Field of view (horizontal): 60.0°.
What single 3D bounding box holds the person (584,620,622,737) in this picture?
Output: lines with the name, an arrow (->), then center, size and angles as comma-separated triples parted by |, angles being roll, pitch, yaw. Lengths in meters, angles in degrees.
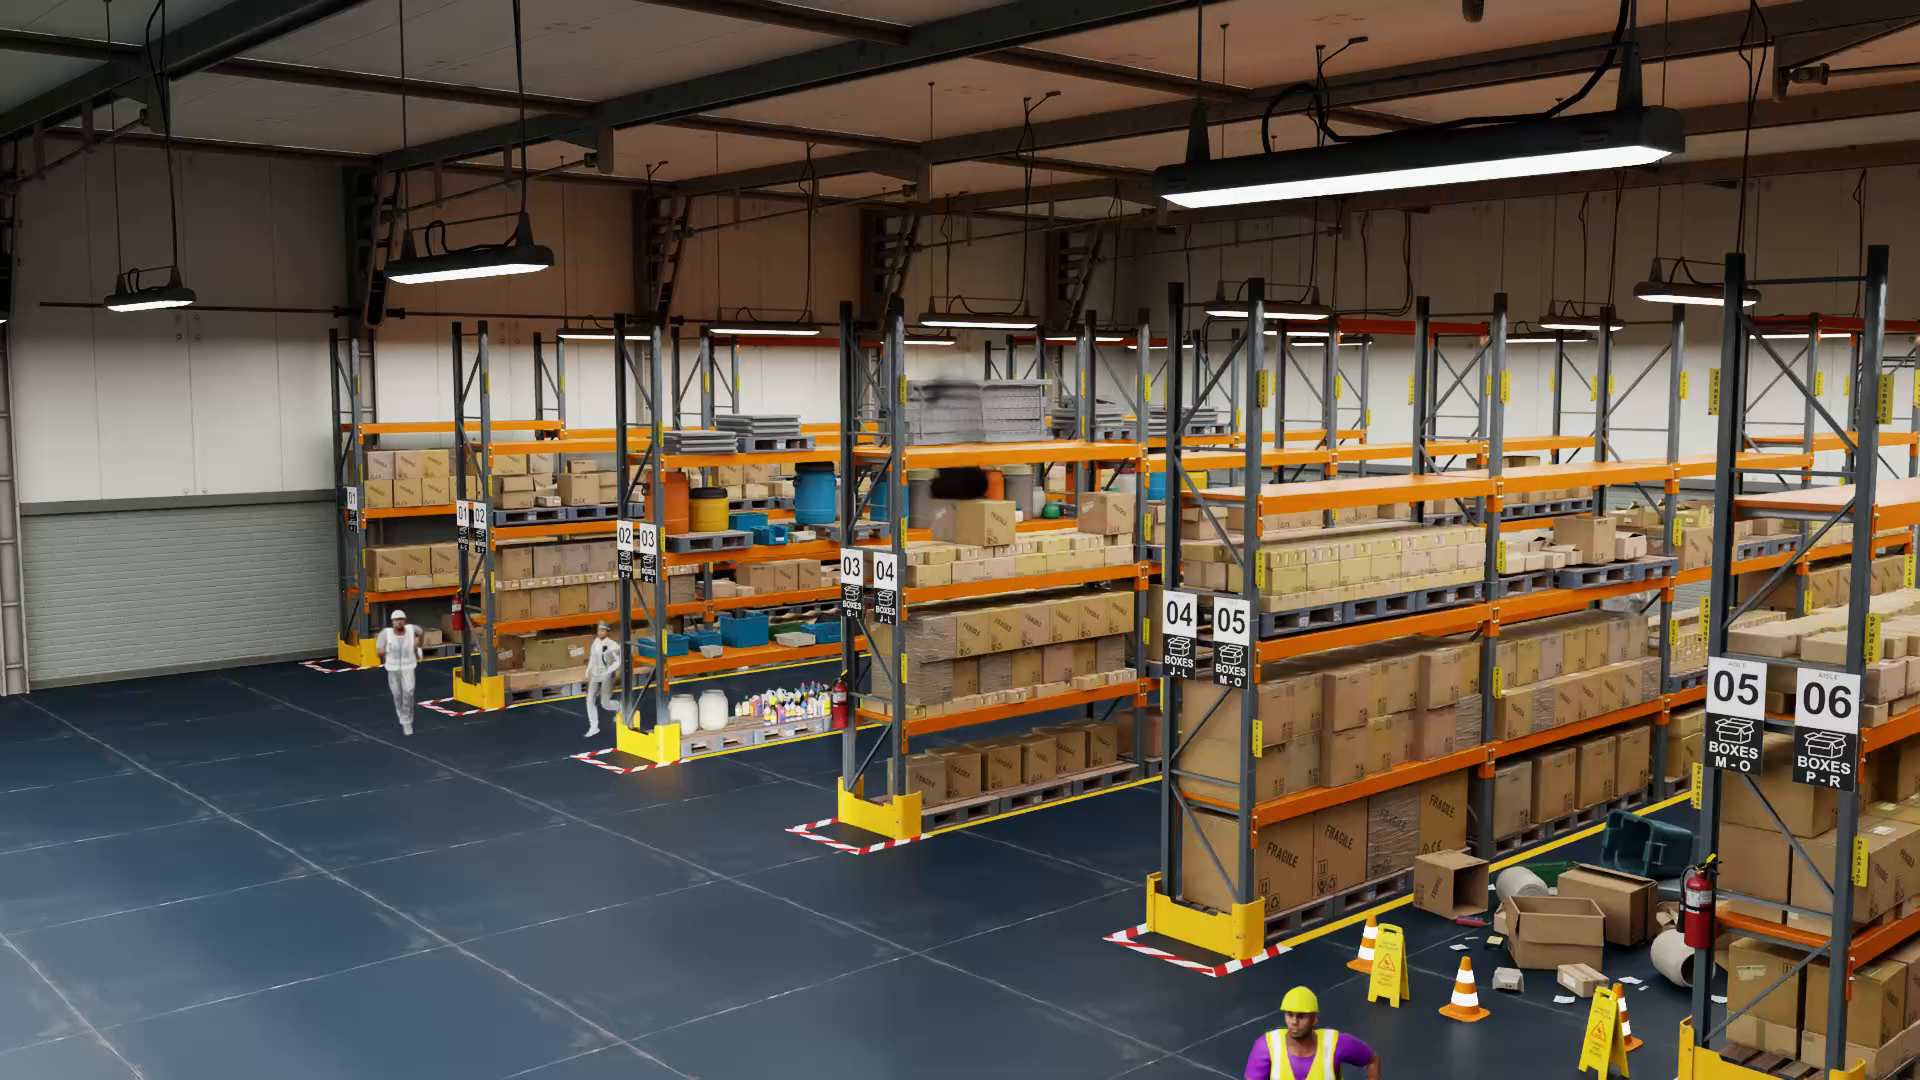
person -> -5.124, 1.988, 24.094 | 0.657, 1.692, 0.790 | 3, 6, 27

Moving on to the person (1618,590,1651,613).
person -> 12.354, 1.391, 30.582 | 0.557, 1.592, 0.875 | 0, 6, 4

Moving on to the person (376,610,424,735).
person -> -8.121, 1.911, 24.157 | 0.656, 1.842, 0.877 | -2, 6, -15

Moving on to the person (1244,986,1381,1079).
person -> 1.964, 3.359, 9.378 | 0.719, 1.728, 0.840 | 2, 6, 23
